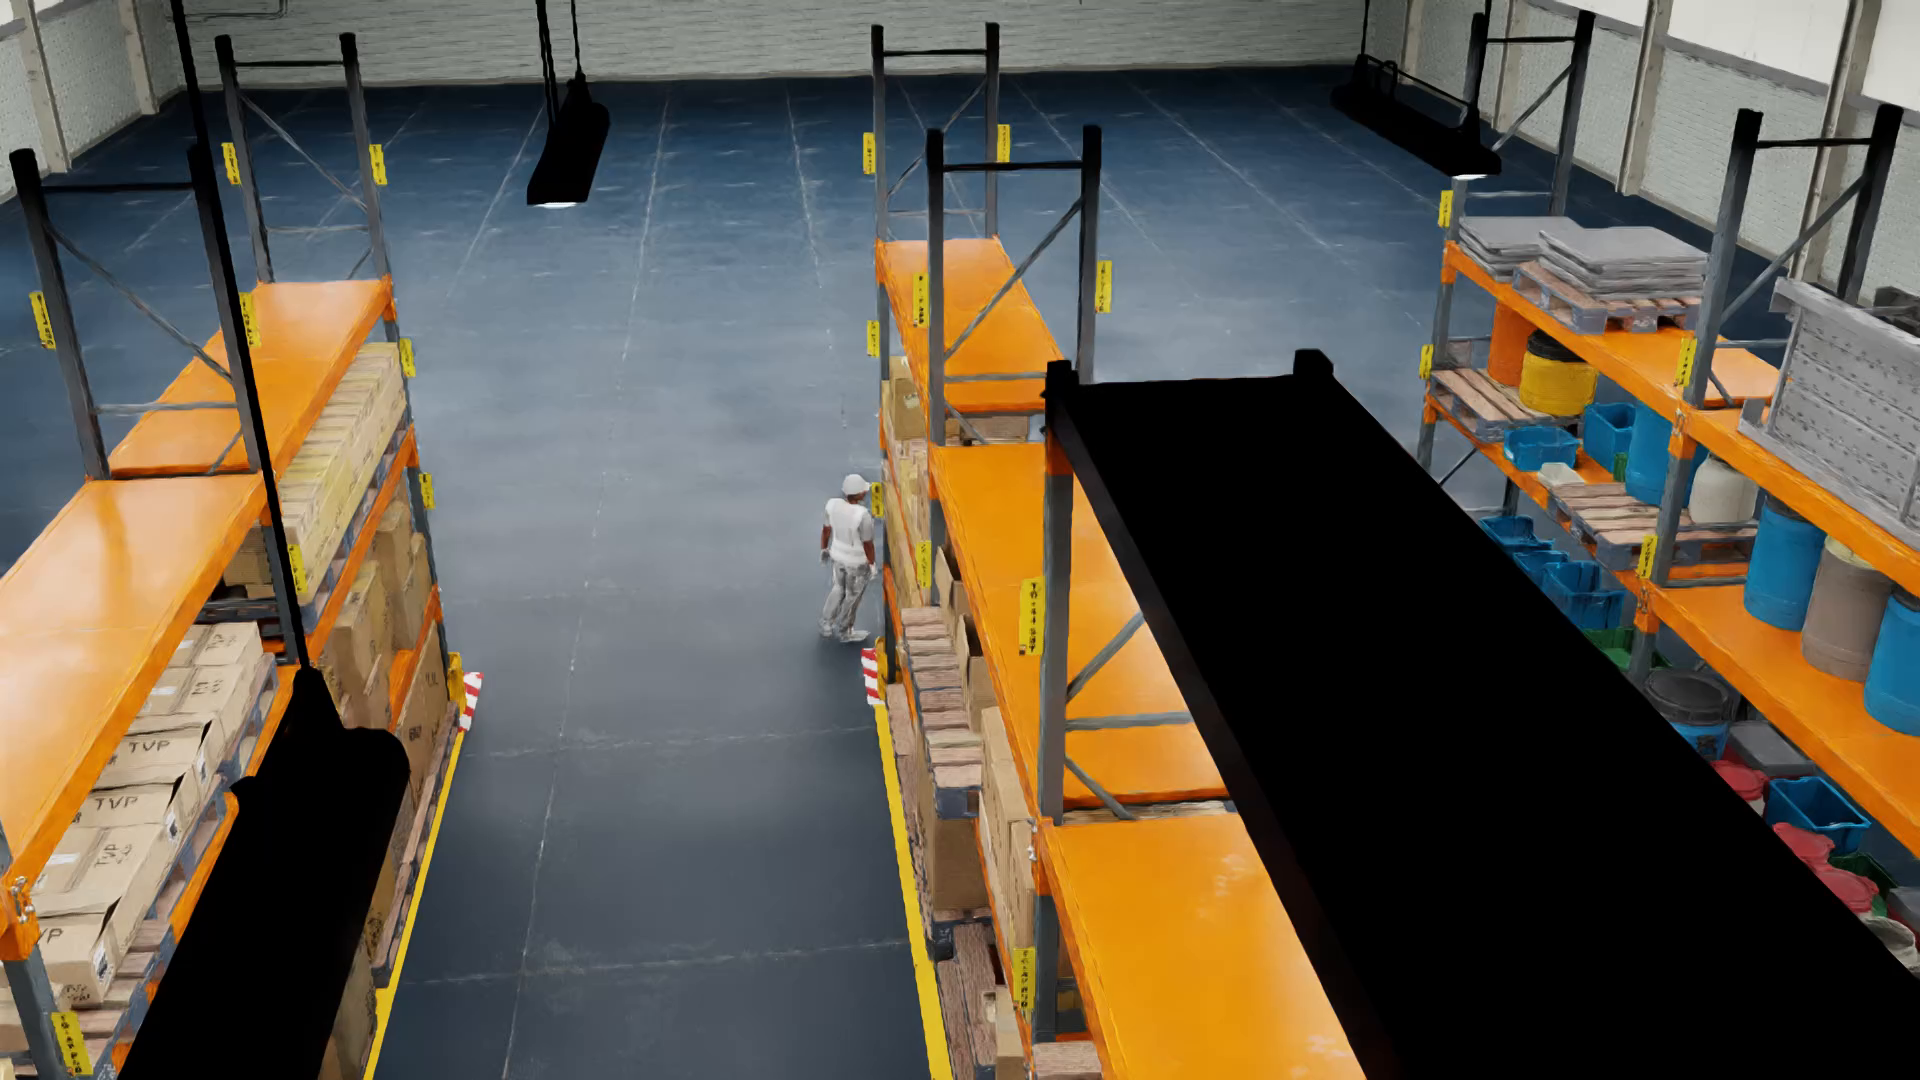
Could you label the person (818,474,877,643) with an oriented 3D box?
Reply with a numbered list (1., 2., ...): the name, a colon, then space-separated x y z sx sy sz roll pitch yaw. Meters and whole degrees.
1. person: -1.101 0.176 16.077 0.673 1.778 0.433 19 31 34
